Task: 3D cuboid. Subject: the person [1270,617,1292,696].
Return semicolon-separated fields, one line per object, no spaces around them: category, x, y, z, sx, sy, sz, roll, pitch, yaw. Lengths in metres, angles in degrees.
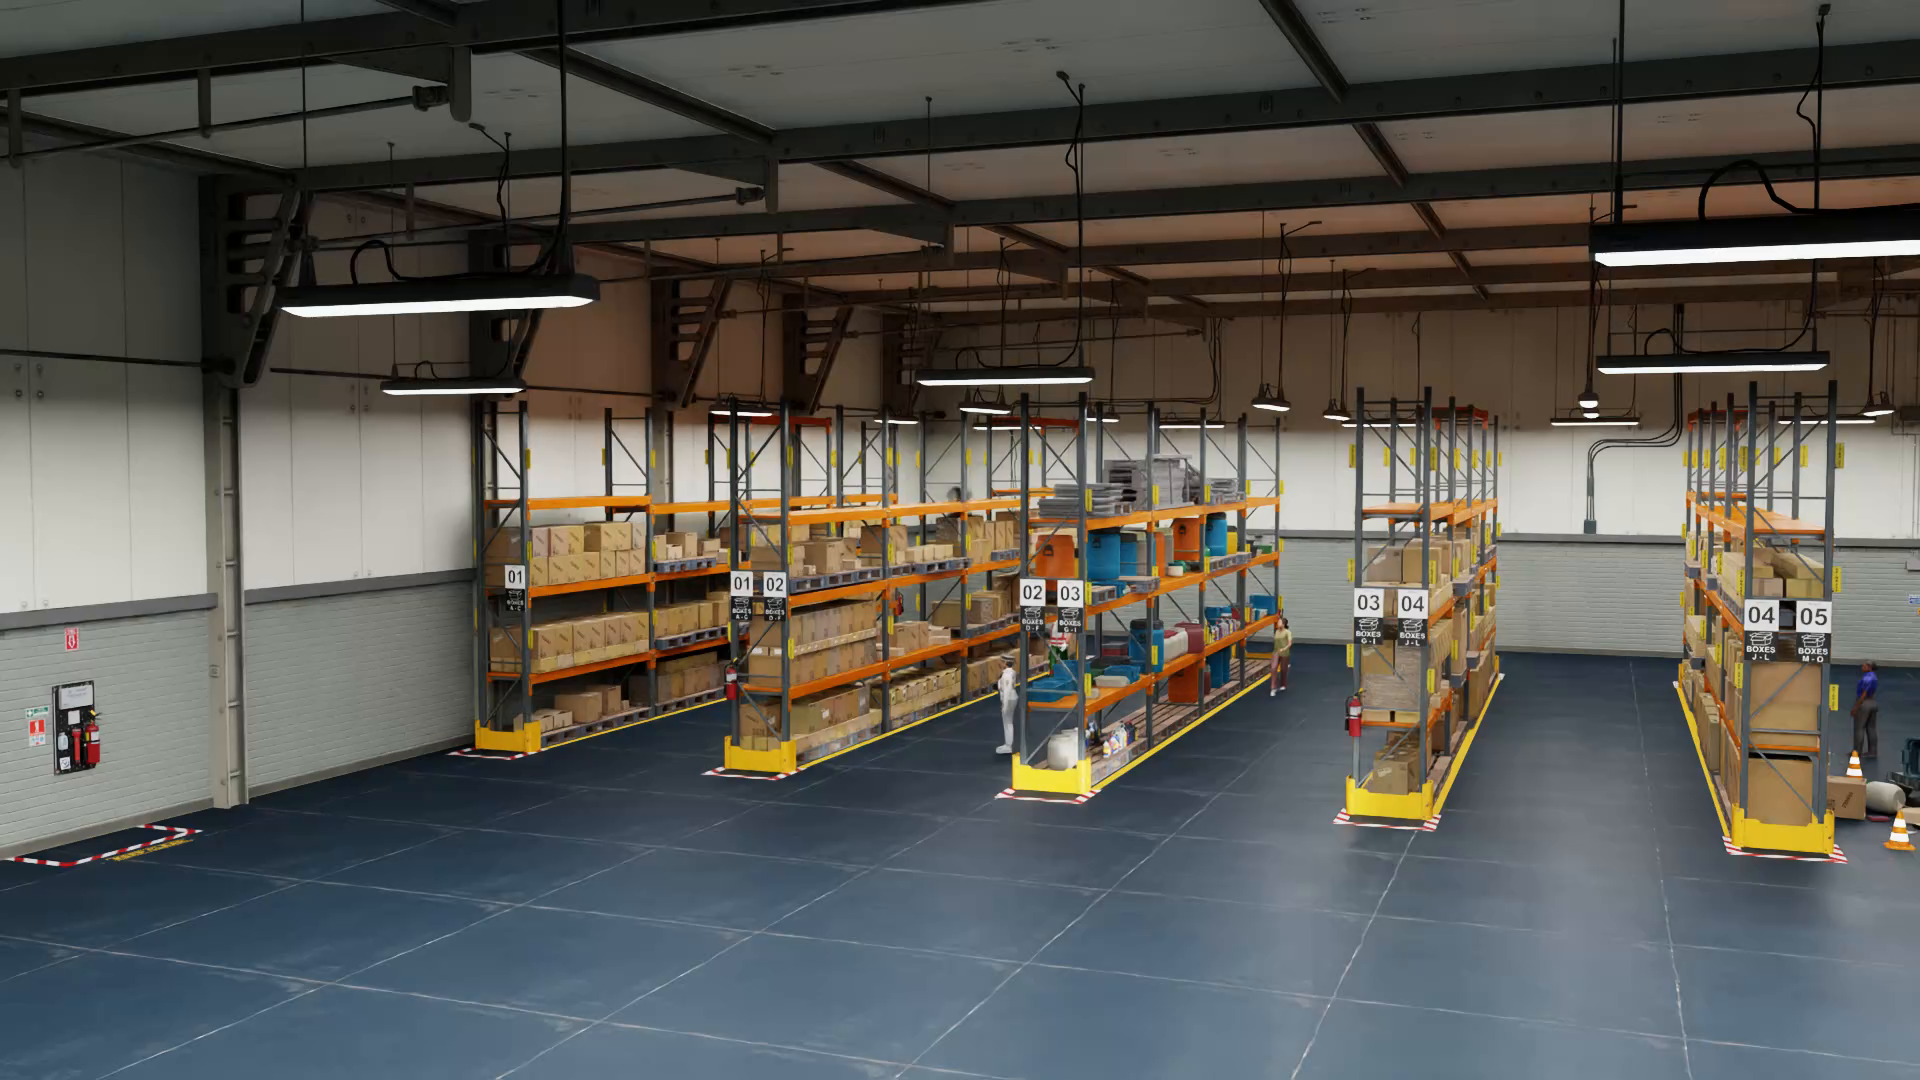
person;6.879;2.471;35.485;0.431;1.652;0.973;1;3;21

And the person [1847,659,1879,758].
person;15.137;2.826;27.878;0.562;1.665;0.384;-2;3;-30

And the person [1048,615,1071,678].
person;2.160;2.345;36.479;0.568;1.709;1.055;1;3;16

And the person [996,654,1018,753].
person;0.801;2.779;28.344;0.381;1.680;0.524;1;3;11
